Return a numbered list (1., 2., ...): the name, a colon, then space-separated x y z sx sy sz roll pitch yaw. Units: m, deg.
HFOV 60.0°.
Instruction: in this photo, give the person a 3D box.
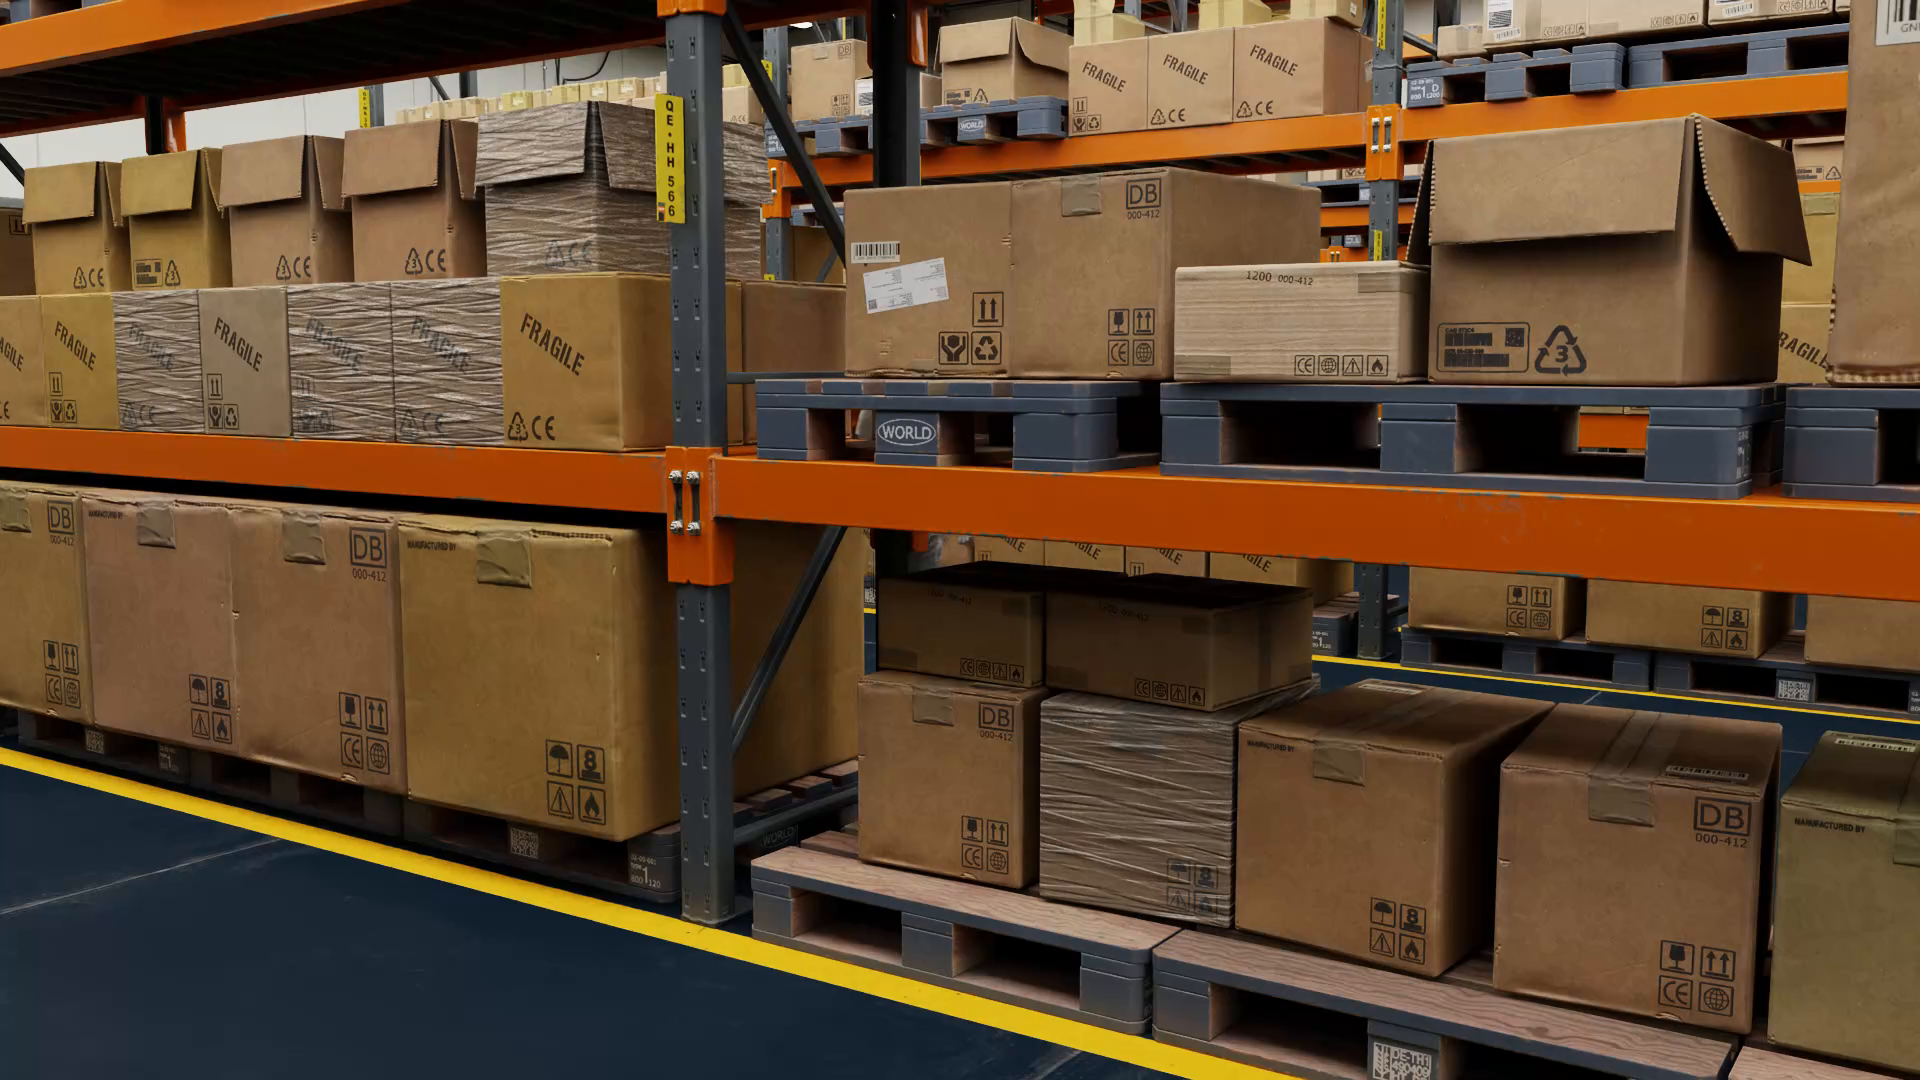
1. person: -0.268 -0.199 8.180 0.590 1.748 0.993 -2 7 -18
